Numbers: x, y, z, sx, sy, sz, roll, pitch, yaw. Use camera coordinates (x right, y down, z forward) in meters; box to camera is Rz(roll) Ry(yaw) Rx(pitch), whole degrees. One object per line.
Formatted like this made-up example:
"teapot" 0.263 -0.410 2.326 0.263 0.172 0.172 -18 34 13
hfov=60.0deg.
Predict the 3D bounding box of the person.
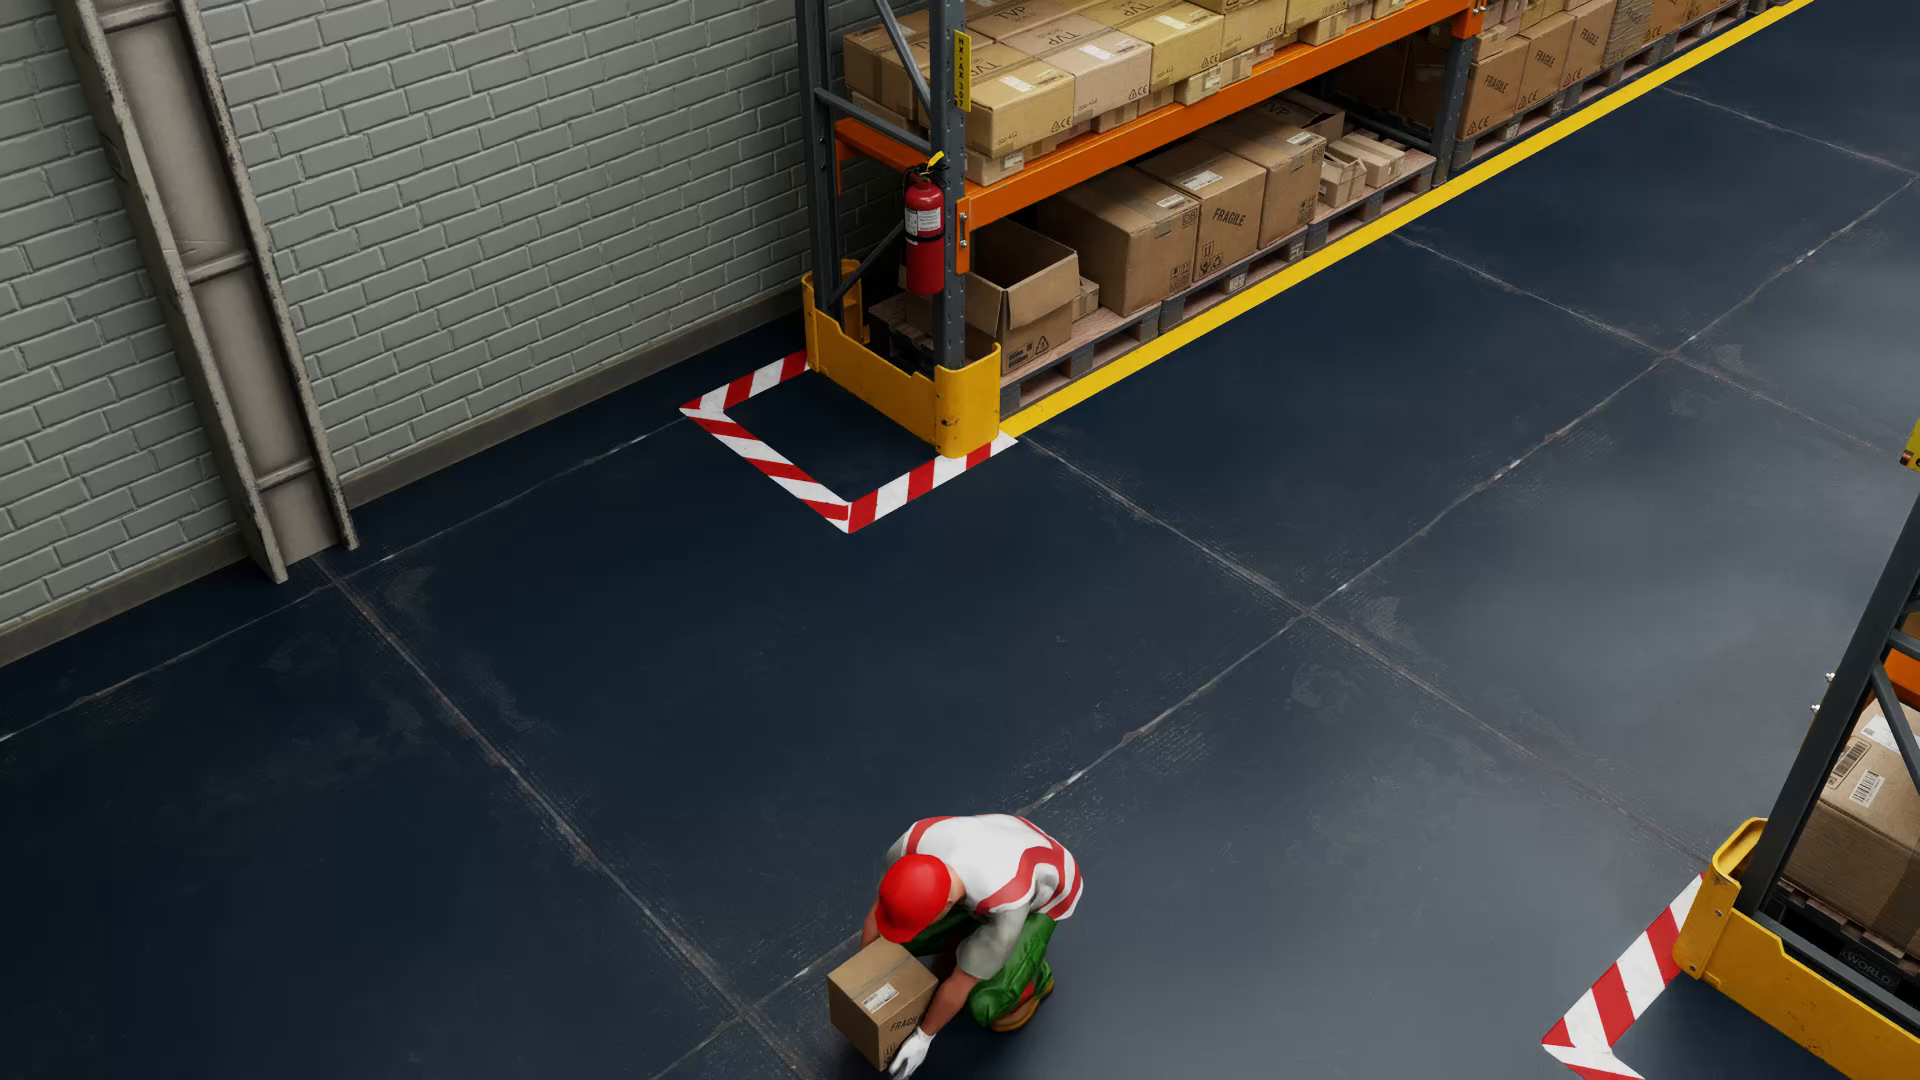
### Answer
"person" 0.016 1.201 5.312 0.885 0.992 0.551 -31 48 -32
